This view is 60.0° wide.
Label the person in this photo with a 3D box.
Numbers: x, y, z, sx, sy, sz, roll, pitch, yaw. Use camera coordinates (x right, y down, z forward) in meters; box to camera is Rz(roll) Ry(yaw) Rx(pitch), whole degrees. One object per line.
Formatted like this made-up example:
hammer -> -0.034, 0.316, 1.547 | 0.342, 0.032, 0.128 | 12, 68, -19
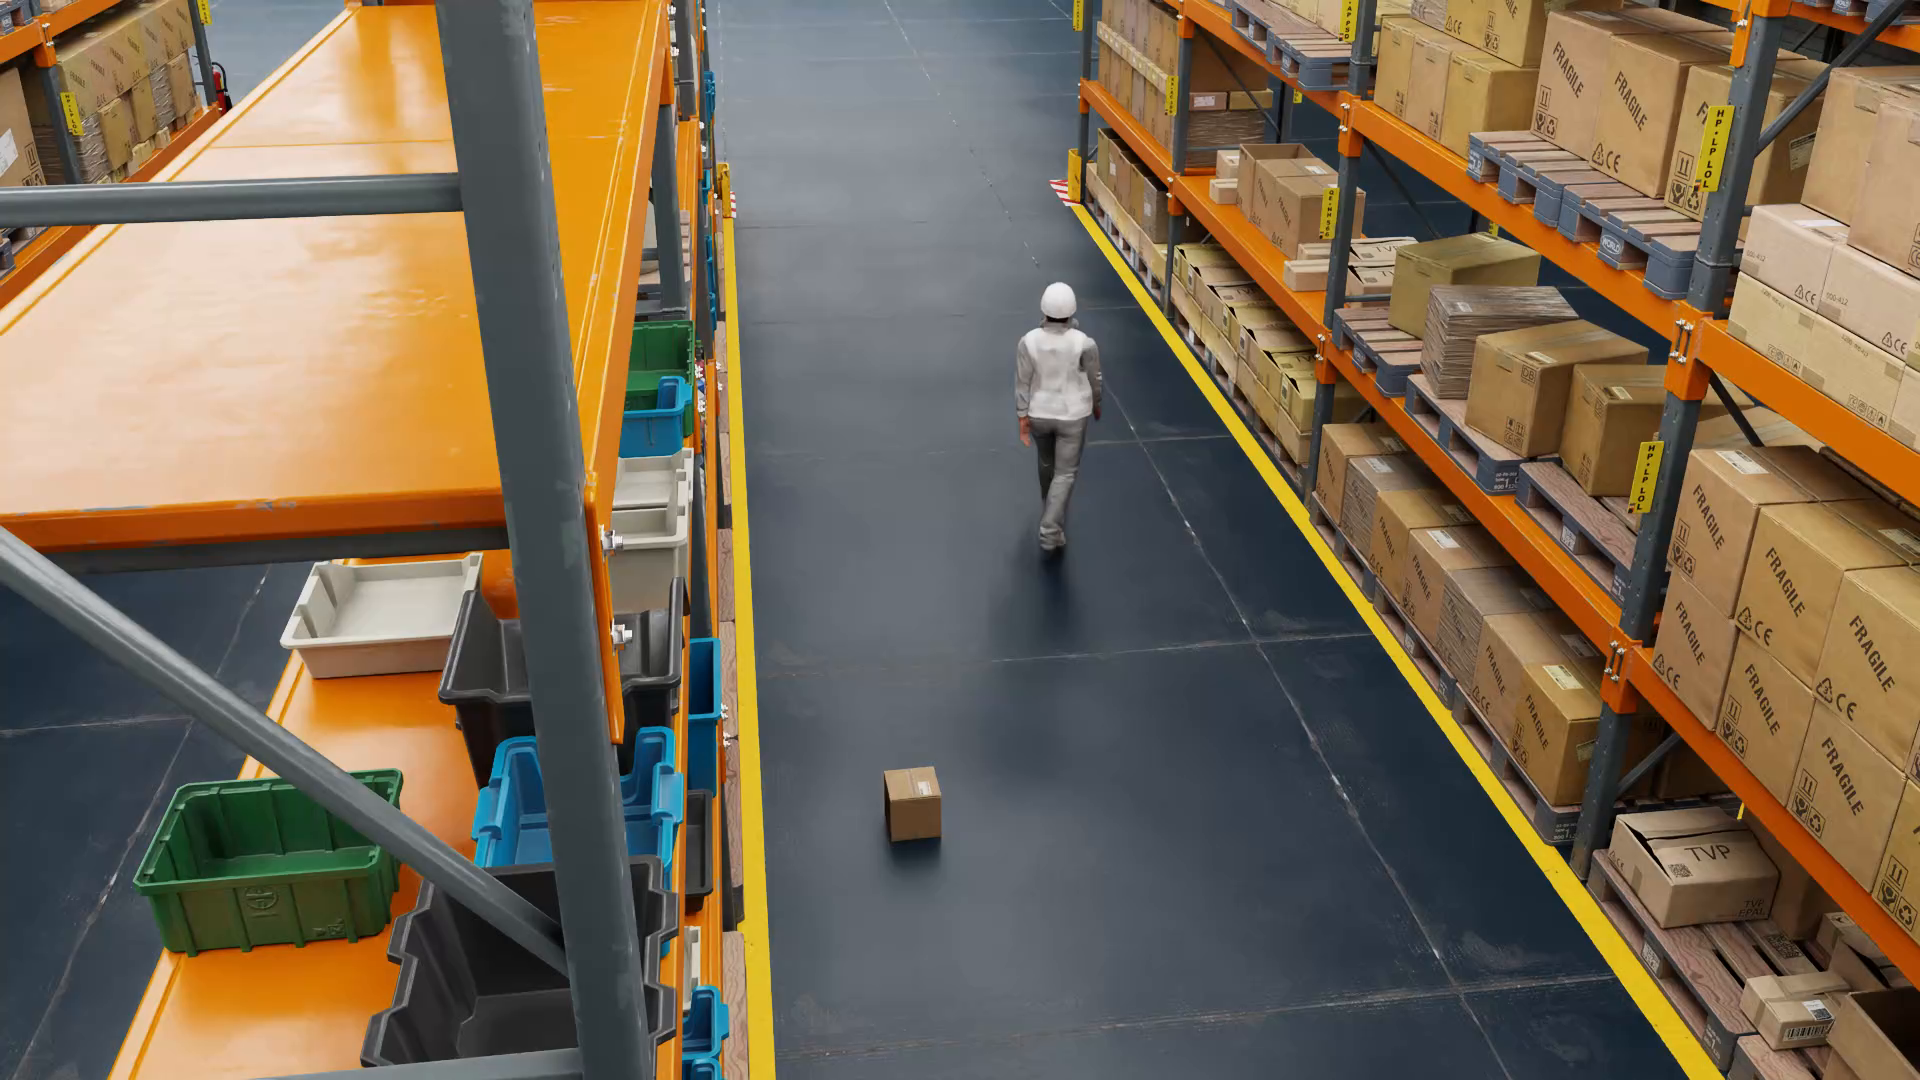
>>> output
person -> 0.647, -0.847, 10.740 | 0.535, 1.729, 1.016 | 9, 28, 17
